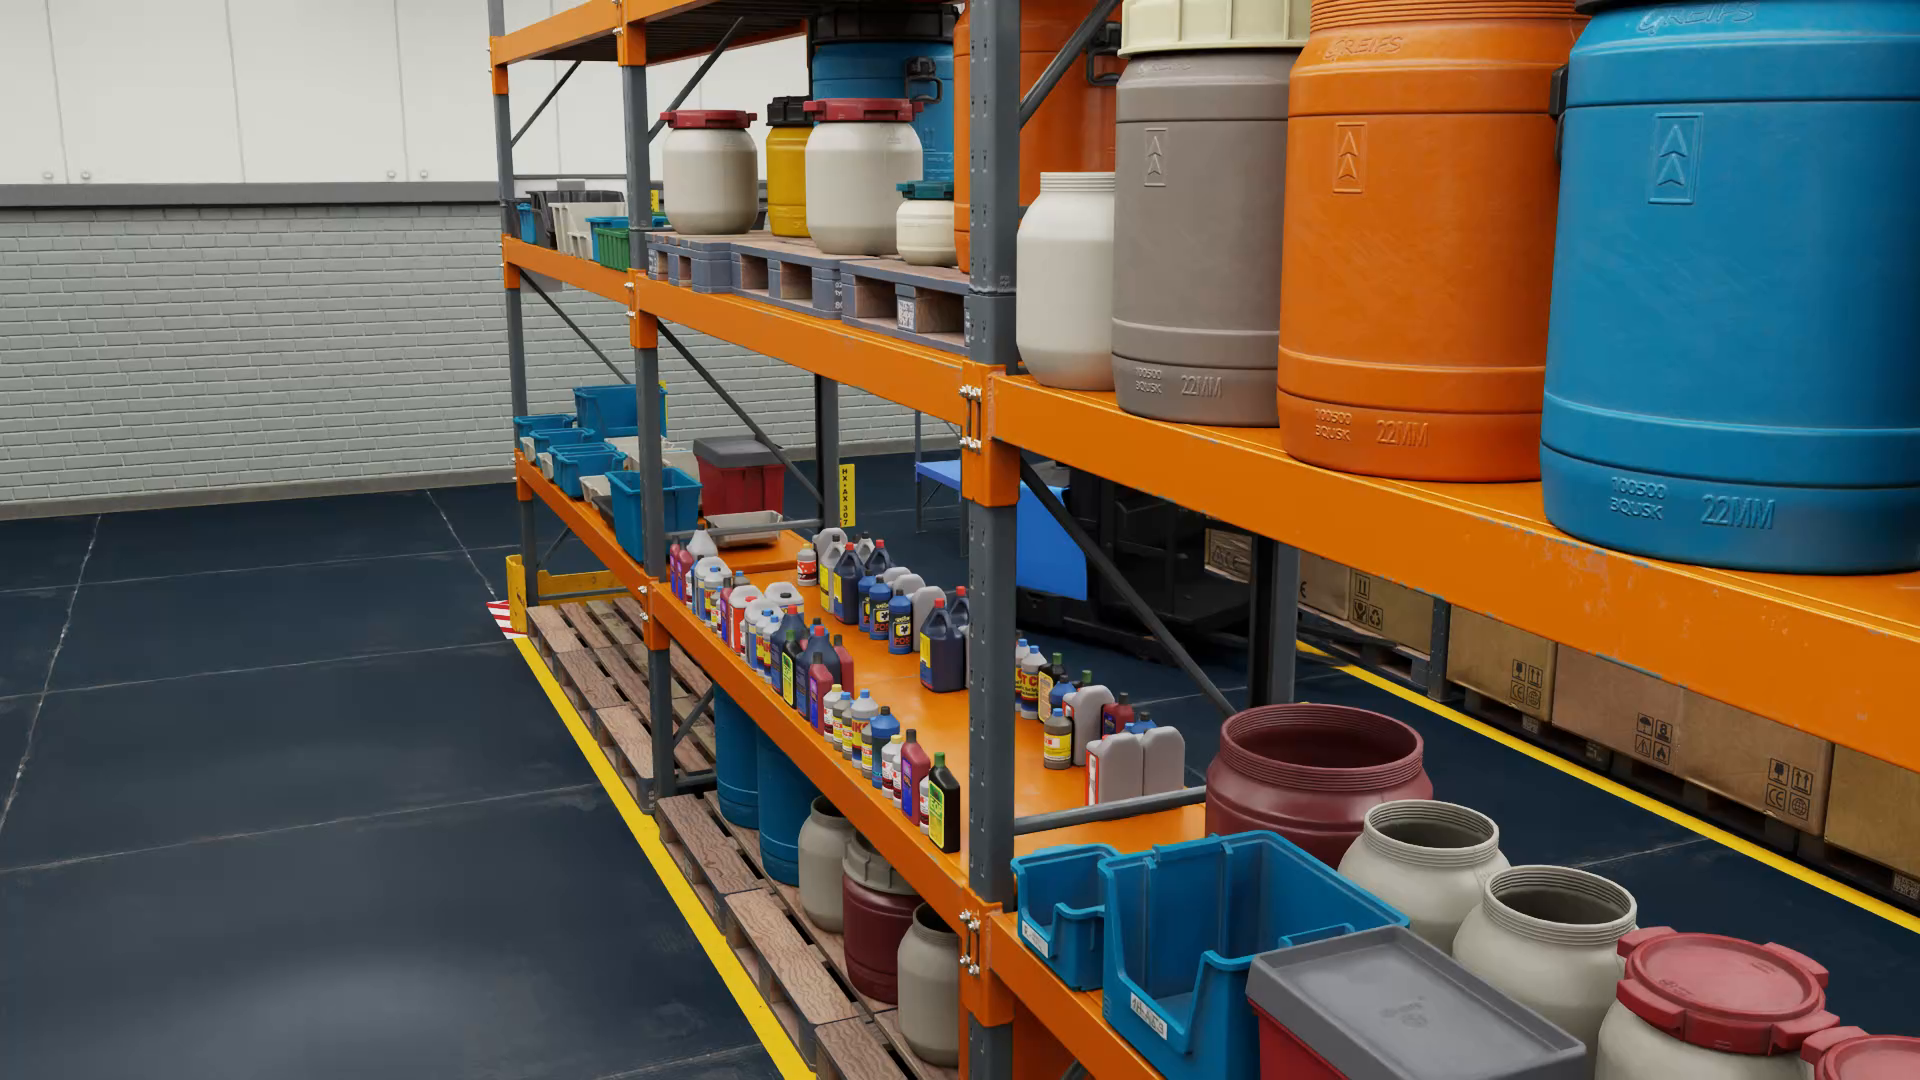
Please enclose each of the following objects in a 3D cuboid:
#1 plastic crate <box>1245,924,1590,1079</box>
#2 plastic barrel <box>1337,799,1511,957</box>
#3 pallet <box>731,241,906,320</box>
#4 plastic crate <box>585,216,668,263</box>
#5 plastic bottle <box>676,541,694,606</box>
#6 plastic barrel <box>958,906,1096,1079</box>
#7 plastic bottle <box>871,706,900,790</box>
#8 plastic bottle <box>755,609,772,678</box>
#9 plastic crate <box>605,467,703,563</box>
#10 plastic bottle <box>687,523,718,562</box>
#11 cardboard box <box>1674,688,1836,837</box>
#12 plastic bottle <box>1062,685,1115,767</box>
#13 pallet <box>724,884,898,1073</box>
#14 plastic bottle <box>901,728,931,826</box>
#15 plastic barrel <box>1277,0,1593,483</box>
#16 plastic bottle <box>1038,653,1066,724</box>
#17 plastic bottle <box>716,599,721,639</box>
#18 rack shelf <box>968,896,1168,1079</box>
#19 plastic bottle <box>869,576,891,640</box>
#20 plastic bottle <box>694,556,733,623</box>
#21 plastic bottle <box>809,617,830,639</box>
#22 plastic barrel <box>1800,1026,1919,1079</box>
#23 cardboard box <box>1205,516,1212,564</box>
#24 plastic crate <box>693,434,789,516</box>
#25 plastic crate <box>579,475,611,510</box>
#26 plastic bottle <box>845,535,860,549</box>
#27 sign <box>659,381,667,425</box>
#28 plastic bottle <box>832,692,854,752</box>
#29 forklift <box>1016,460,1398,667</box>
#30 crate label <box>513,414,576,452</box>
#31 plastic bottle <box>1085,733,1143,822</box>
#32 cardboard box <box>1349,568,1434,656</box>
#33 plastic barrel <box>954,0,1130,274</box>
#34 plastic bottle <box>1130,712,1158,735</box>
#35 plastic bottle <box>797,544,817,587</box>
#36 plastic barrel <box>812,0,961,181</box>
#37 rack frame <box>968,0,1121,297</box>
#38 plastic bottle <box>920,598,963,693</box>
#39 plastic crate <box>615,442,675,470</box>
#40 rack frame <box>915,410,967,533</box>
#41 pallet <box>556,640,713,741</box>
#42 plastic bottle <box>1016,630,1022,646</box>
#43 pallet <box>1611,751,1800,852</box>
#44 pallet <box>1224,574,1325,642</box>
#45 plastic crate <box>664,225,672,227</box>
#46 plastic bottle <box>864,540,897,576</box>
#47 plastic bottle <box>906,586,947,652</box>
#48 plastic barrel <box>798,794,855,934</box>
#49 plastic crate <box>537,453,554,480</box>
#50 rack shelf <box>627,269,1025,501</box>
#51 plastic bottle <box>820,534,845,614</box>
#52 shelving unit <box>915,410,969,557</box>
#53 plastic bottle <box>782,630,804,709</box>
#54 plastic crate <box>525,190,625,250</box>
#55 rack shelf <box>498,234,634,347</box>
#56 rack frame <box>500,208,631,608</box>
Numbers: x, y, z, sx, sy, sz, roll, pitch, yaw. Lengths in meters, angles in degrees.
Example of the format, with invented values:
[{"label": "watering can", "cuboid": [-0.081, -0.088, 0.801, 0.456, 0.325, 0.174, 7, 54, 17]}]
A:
[{"label": "plastic crate", "cuboid": [0.873, 1.112, 3.269, 0.402, 0.464, 0.583, -6, 14, -23]}, {"label": "plastic barrel", "cuboid": [1.114, 0.921, 3.990, 0.421, 0.512, 0.421, 0, 13, 0]}, {"label": "pallet", "cuboid": [-0.236, -1.026, 6.419, 1.003, 0.211, 1.213, -6, 14, -23]}, {"label": "plastic crate", "cuboid": [-1.754, -1.583, 8.777, 0.416, 0.233, 0.300, -6, 14, -23]}, {"label": "plastic bottle", "cuboid": [-1.287, 0.154, 7.809, 0.061, 0.283, 0.133, -6, 14, -23]}, {"label": "plastic barrel", "cuboid": [0.294, 1.535, 5.465, 0.600, 0.830, 0.708, -6, 14, -23]}, {"label": "plastic bottle", "cuboid": [-0.247, 0.686, 5.537, 0.097, 0.271, 0.097, 0, 13, 0]}, {"label": "plastic bottle", "cuboid": [-0.775, 0.414, 6.714, 0.097, 0.271, 0.097, 0, 13, 0]}, {"label": "plastic crate", "cuboid": [-1.596, -0.131, 8.687, 0.392, 0.384, 0.575, -6, 14, -23]}, {"label": "plastic bottle", "cuboid": [-1.236, 0.090, 7.937, 0.144, 0.351, 0.185, -6, 14, -23]}, {"label": "cardboard box", "cuboid": [4.437, 0.836, 8.386, 1.225, 0.875, 0.875, -6, 14, -23]}, {"label": "plastic bottle", "cuboid": [0.443, 0.628, 5.777, 0.152, 0.276, 0.135, -6, 14, -23]}, {"label": "pallet", "cuboid": [-0.333, 1.730, 6.927, 1.003, 0.211, 1.213, -6, 14, -23]}, {"label": "plastic bottle", "cuboid": [-0.140, 0.746, 5.252, 0.061, 0.283, 0.133, -6, 14, -23]}, {"label": "plastic barrel", "cuboid": [0.898, -0.564, 3.050, 0.600, 0.830, 0.708, -6, 14, -23]}, {"label": "plastic bottle", "cuboid": [0.339, 0.545, 6.120, 0.061, 0.283, 0.133, -6, 14, -23]}, {"label": "plastic bottle", "cuboid": [-1.014, 0.325, 7.255, 0.097, 0.201, 0.097, 0, 13, 0]}, {"label": "rack shelf", "cuboid": [1.307, 1.546, 3.134, 1.077, 0.370, 4.000, -6, 14, -23]}, {"label": "plastic bottle", "cuboid": [-0.347, 0.293, 7.236, 0.097, 0.271, 0.097, 0, 13, 0]}, {"label": "plastic bottle", "cuboid": [-1.114, 0.222, 7.534, 0.152, 0.276, 0.135, -6, 14, -23]}, {"label": "plastic bottle", "cuboid": [-0.565, 0.441, 6.596, 0.097, 0.271, 0.097, 0, 13, 0]}, {"label": "plastic barrel", "cuboid": [1.632, 1.173, 2.847, 0.433, 0.535, 0.433, 0, 13, 0]}, {"label": "cardboard box", "cuboid": [2.169, -0.362, 13.564, 0.875, 0.875, 0.875, -6, 14, -23]}, {"label": "plastic crate", "cuboid": [-1.224, -0.312, 9.290, 0.402, 0.464, 0.583, -6, 14, -23]}, {"label": "plastic crate", "cuboid": [-2.070, -0.278, 9.869, 0.293, 0.136, 0.466, -6, 14, -23]}, {"label": "plastic bottle", "cuboid": [-0.508, 0.108, 8.007, 0.061, 0.283, 0.133, -6, 14, -23]}, {"label": "sign", "cuboid": [-2.201, -1.003, 12.190, 0.100, 0.325, 0.005, -6, 14, -23]}, {"label": "plastic bottle", "cuboid": [-0.403, 0.640, 5.893, 0.097, 0.201, 0.097, 0, 13, 0]}, {"label": "forklift", "cuboid": [1.561, -0.709, 11.433, 3.031, 2.935, 1.130, 12, 18, 43]}, {"label": "crate label", "cuboid": [-2.902, -0.738, 11.643, 0.416, 0.233, 0.303, -6, 14, -23]}, {"label": "plastic bottle", "cuboid": [0.489, 0.738, 5.305, 0.152, 0.276, 0.135, -6, 14, -23]}, {"label": "cardboard box", "cuboid": [3.251, 0.195, 11.154, 0.875, 0.875, 0.875, -6, 14, -23]}, {"label": "plastic barrel", "cuboid": [0.281, -1.211, 4.912, 0.600, 0.830, 0.708, -6, 14, -23]}, {"label": "plastic bottle", "cuboid": [0.607, 0.700, 5.479, 0.097, 0.271, 0.097, 0, 13, 0]}, {"label": "plastic bottle", "cuboid": [-0.749, 0.120, 8.140, 0.097, 0.201, 0.097, 0, 13, 0]}, {"label": "plastic barrel", "cuboid": [-0.273, -1.616, 6.503, 0.600, 0.901, 0.708, -6, 14, -23]}, {"label": "rack frame", "cuboid": [0.506, -2.141, 4.162, 1.000, 3.000, 0.127, -6, 14, -23]}, {"label": "plastic bottle", "cuboid": [-0.073, 0.409, 6.559, 0.144, 0.351, 0.185, -6, 14, -23]}, {"label": "plastic crate", "cuboid": [-2.103, -0.558, 11.081, 0.396, 0.136, 0.243, -6, 14, -23]}, {"label": "rack frame", "cuboid": [-0.169, -0.818, 15.078, 0.500, 1.500, 0.032, -6, 14, -23]}, {"label": "pallet", "cuboid": [-1.919, 0.913, 10.455, 1.003, 0.211, 1.213, -6, 14, -23]}, {"label": "plastic bottle", "cuboid": [0.208, 0.478, 6.413, 0.061, 0.283, 0.133, -6, 14, -23]}, {"label": "pallet", "cuboid": [4.312, 1.272, 8.906, 1.003, 0.211, 1.213, -6, 14, -23]}, {"label": "pallet", "cuboid": [2.716, 0.450, 12.456, 1.003, 0.211, 1.213, -6, 14, -23]}, {"label": "plastic crate", "cuboid": [-1.644, -1.799, 9.923, 0.437, 0.136, 0.530, -6, 14, -23]}, {"label": "plastic bottle", "cuboid": [-0.355, 0.178, 7.556, 0.144, 0.351, 0.185, -6, 14, -23]}, {"label": "plastic bottle", "cuboid": [-0.147, 0.324, 7.094, 0.152, 0.276, 0.135, -6, 14, -23]}, {"label": "plastic barrel", "cuboid": [-0.466, 1.348, 6.979, 0.421, 0.512, 0.421, 0, 13, 0]}, {"label": "plastic crate", "cuboid": [-2.577, -0.477, 10.729, 0.250, 0.136, 0.298, -6, 14, -23]}, {"label": "rack shelf", "cuboid": [-0.295, -0.742, 6.366, 1.077, 0.370, 4.000, -6, 14, -23]}, {"label": "plastic bottle", "cuboid": [-0.561, 0.153, 7.665, 0.144, 0.351, 0.185, -6, 14, -23]}, {"label": "shelving unit", "cuboid": [0.034, -0.713, 14.625, 0.538, 1.500, 1.048, -6, 14, -23]}, {"label": "plastic bottle", "cuboid": [-0.633, 0.492, 6.350, 0.061, 0.283, 0.133, -6, 14, -23]}, {"label": "plastic crate", "cuboid": [-2.339, -1.961, 10.177, 0.504, 0.338, 0.767, -6, 14, -23]}, {"label": "rack shelf", "cuboid": [-1.898, -1.568, 9.937, 1.077, 0.370, 4.000, -6, 14, -23]}, {"label": "rack frame", "cuboid": [-2.699, -0.871, 11.979, 1.000, 3.000, 0.127, -6, 14, -23]}]
